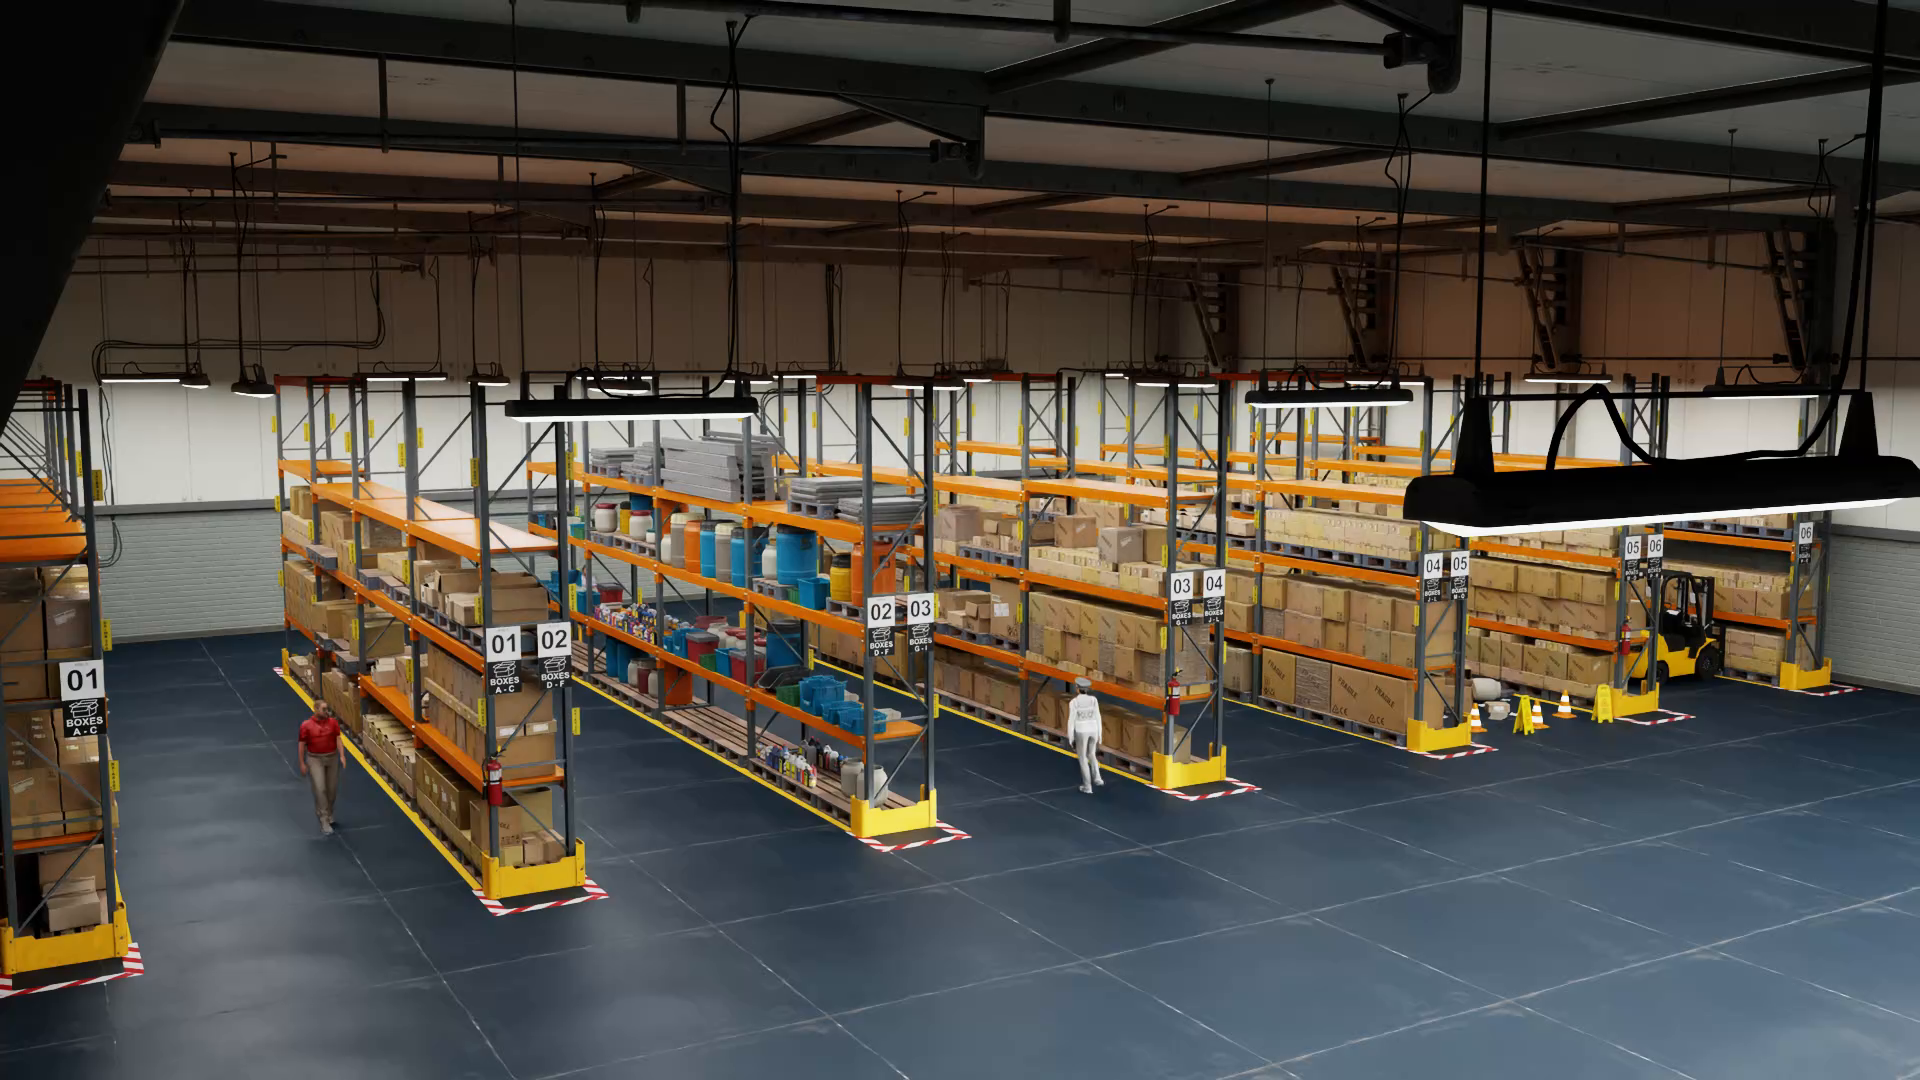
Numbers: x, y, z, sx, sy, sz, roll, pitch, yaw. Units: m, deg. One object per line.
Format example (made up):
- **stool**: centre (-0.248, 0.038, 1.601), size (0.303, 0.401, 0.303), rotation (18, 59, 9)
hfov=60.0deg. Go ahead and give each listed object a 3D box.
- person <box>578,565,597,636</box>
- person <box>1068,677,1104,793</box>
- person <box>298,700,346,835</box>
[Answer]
- **person**: centre (-8.527, 1.363, 38.094), size (0.488, 1.580, 1.069), rotation (-6, 9, -44)
- **person**: centre (1.828, 2.840, 24.259), size (0.525, 1.677, 0.461), rotation (-2, 7, -20)
- **person**: centre (-8.543, 3.045, 22.453), size (0.566, 1.734, 0.753), rotation (-6, 9, -44)
